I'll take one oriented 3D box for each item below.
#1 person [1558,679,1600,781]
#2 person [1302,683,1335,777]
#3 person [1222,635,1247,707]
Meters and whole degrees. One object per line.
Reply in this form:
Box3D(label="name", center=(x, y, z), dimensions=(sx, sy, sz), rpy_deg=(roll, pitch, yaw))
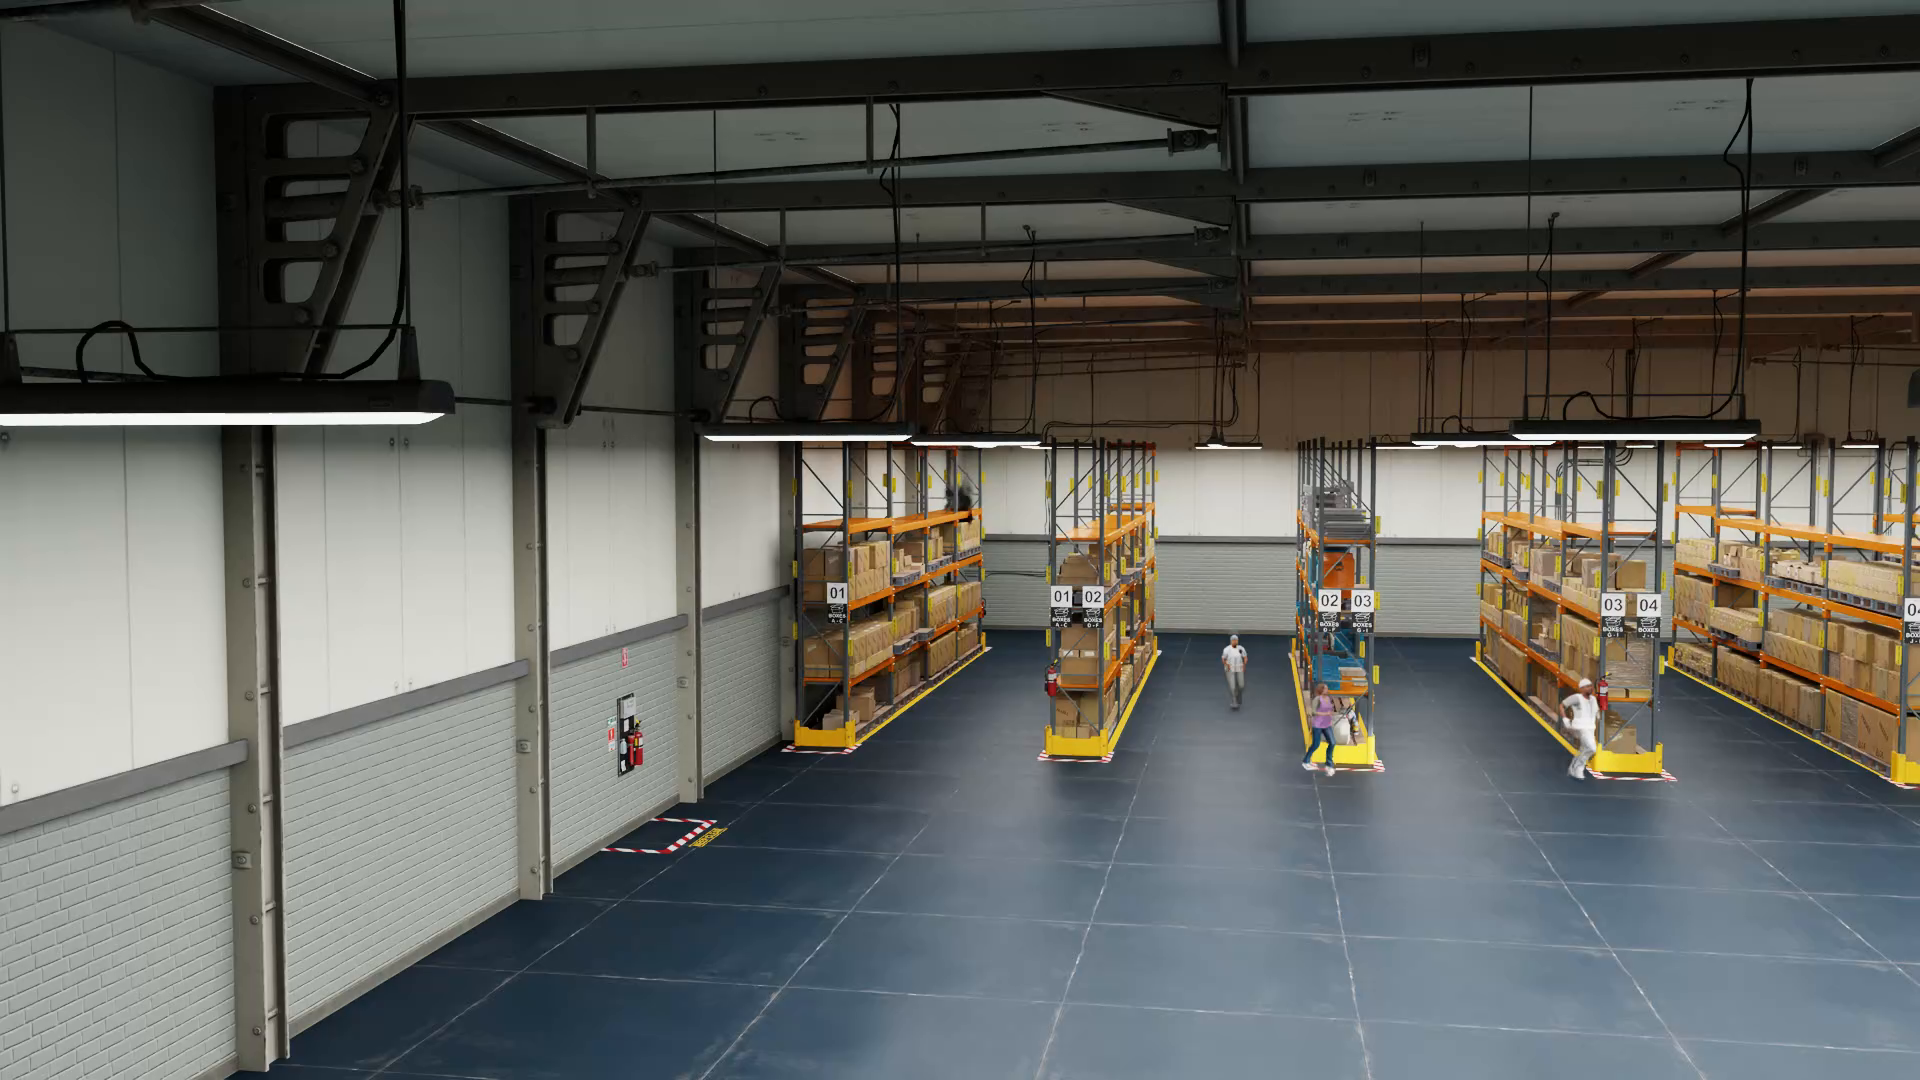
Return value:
Box3D(label="person", center=(10.904, 3.312, 29.054), dimensions=(0.705, 1.758, 0.644), rpy_deg=(-2, 4, -36))
Box3D(label="person", center=(6.414, 3.358, 29.542), dimensions=(0.550, 1.621, 0.672), rpy_deg=(-2, 4, -34))
Box3D(label="person", center=(6.154, 2.940, 37.202), dimensions=(0.581, 1.622, 0.536), rpy_deg=(0, 3, 2))
